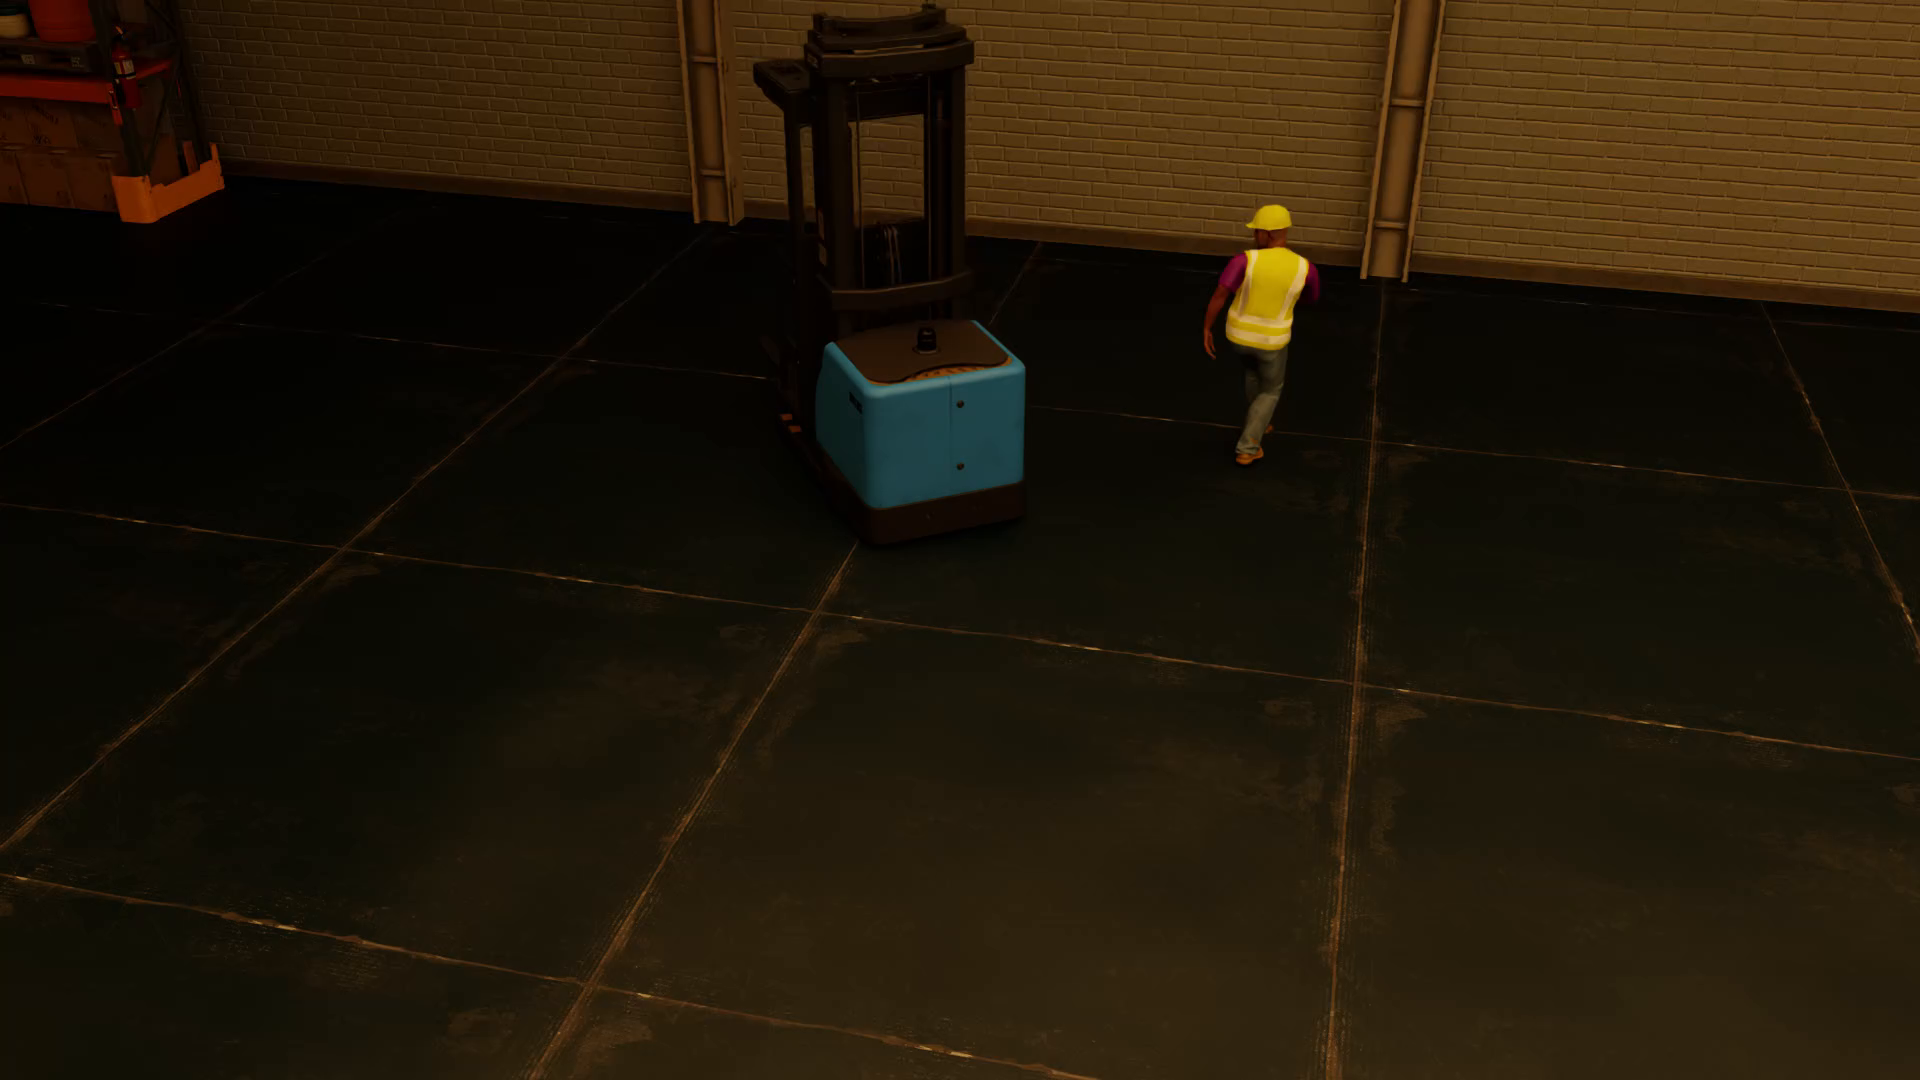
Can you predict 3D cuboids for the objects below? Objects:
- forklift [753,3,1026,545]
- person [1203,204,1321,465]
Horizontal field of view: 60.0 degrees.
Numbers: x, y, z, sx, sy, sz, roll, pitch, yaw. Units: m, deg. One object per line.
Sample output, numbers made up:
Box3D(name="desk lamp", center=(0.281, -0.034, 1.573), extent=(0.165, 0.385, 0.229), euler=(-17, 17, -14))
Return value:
Box3D(name="forklift", center=(-0.621, -1.957, 10.625), extent=(1.130, 2.935, 3.031), euler=(-11, 31, -19))
Box3D(name="person", center=(1.978, -1.327, 10.811), extent=(0.604, 1.741, 0.934), euler=(13, 32, 22))
